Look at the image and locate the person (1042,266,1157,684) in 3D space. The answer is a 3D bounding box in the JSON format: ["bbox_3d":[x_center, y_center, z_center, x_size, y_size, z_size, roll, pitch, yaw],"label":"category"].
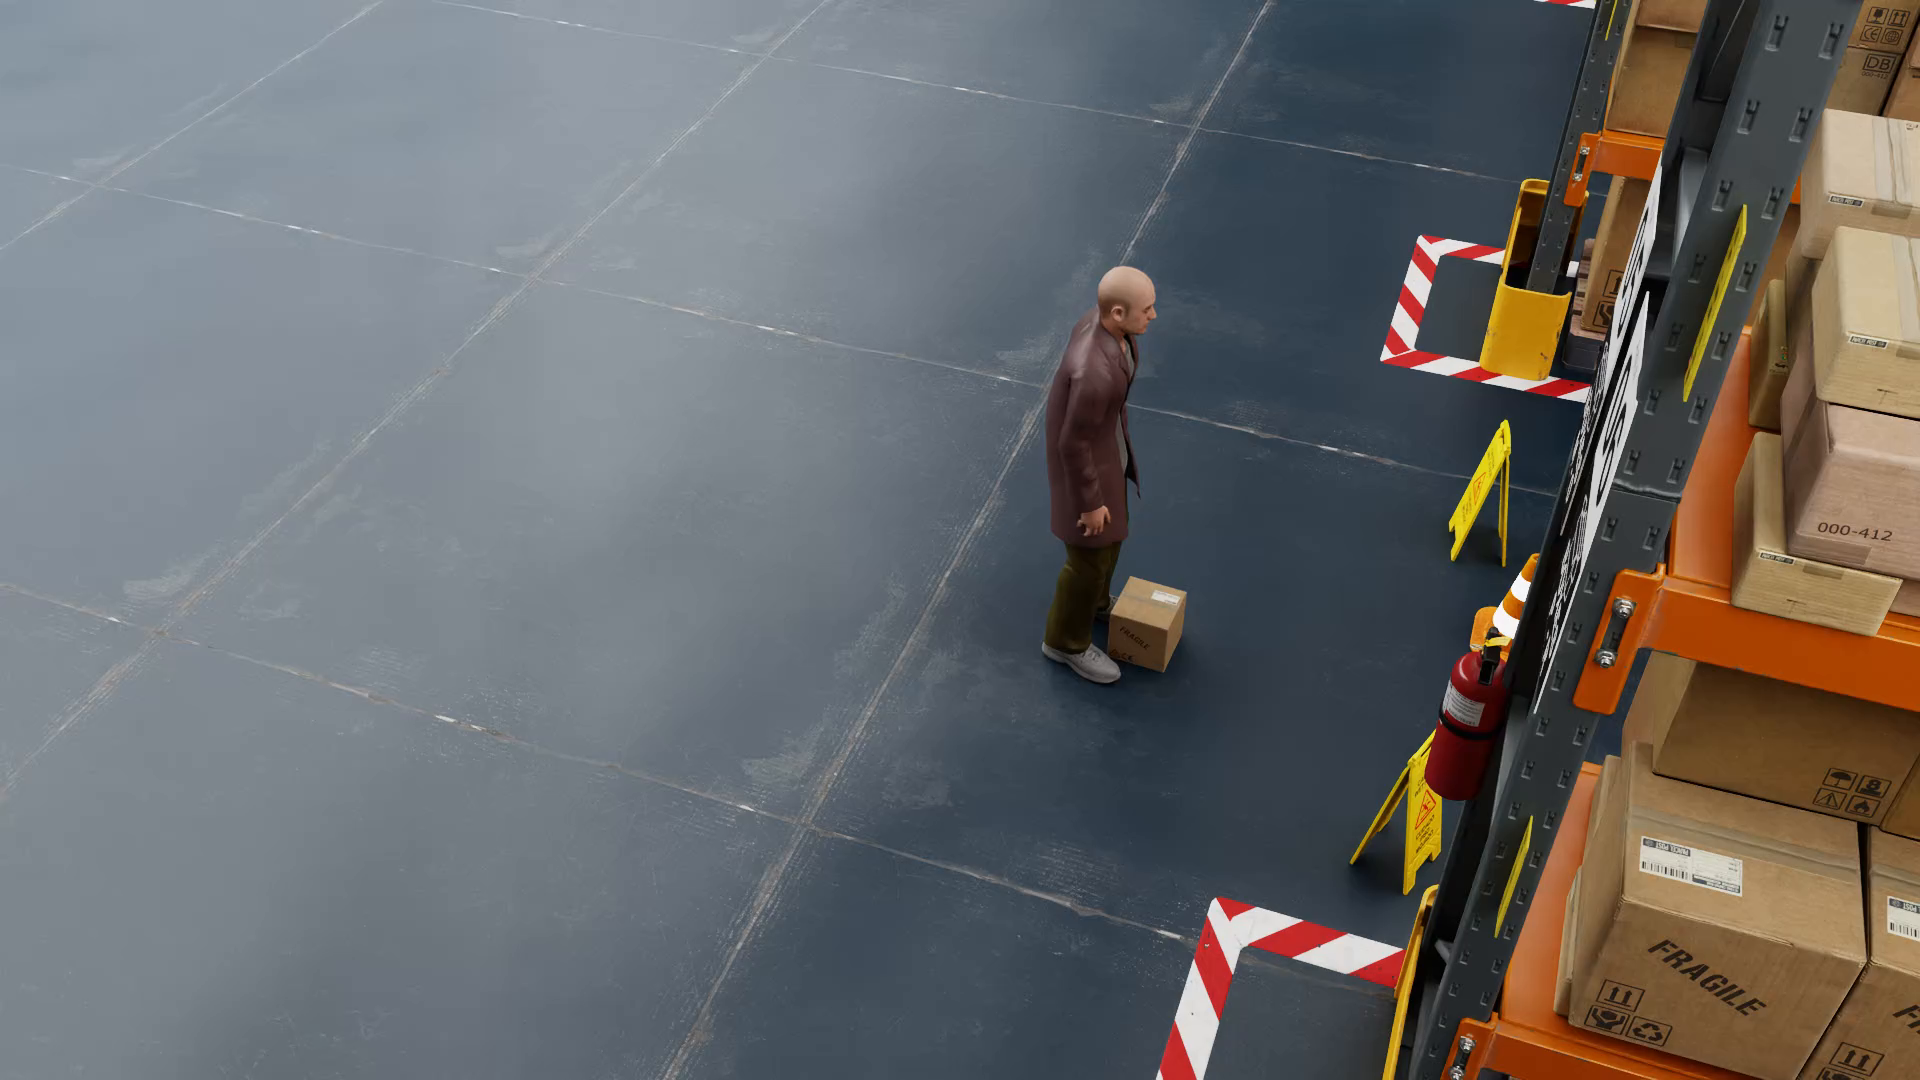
[{"bbox_3d":[0.545,-0.288,6.502,0.427,1.773,0.651,11,42,12],"label":"person"}]
